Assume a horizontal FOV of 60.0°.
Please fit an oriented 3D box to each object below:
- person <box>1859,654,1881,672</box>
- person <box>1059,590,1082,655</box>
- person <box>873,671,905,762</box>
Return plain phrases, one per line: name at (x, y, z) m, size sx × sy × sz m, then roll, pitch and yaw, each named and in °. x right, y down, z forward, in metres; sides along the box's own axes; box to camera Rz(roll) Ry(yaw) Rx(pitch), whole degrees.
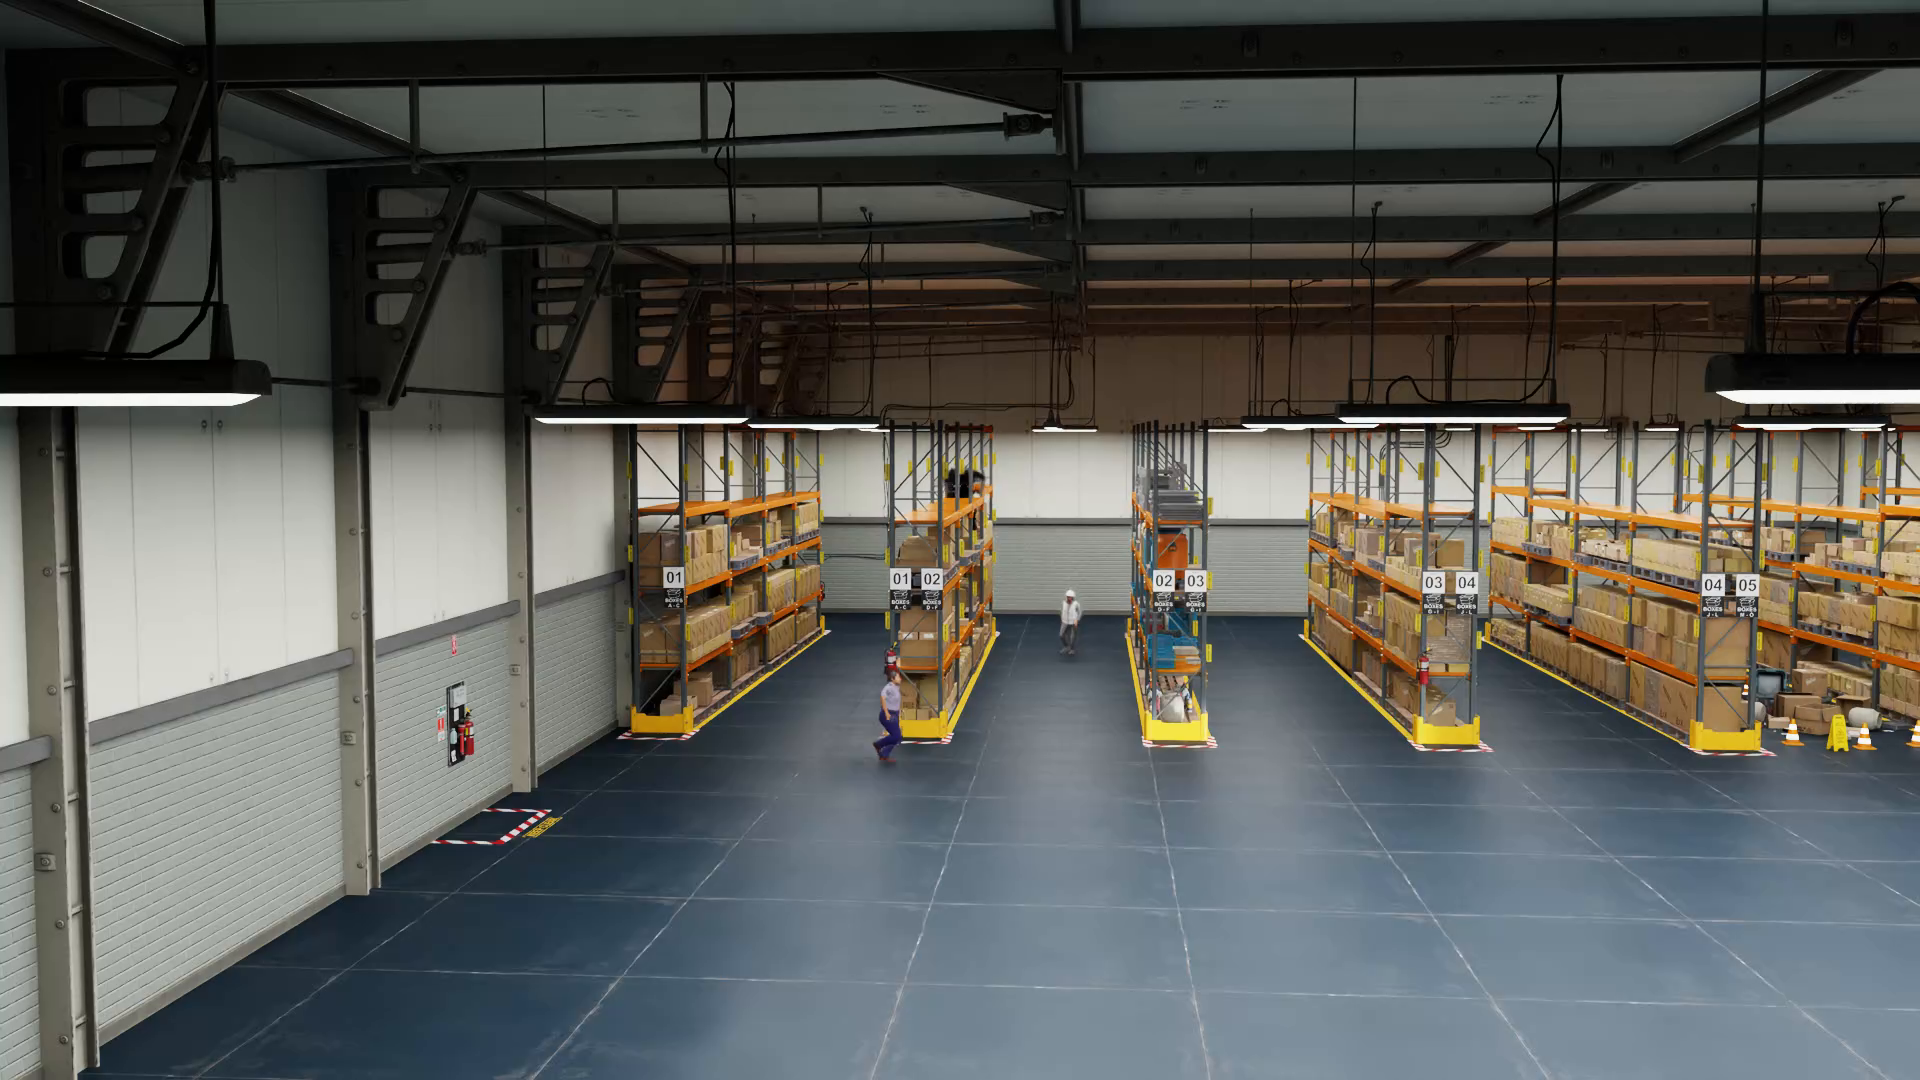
person at (21.116, 2.492, 38.592) m, size 0.606 × 1.590 × 0.599 m, roll 0°, pitch 4°, yaw 0°
person at (2.865, 2.130, 43.012) m, size 0.652 × 1.716 × 0.733 m, roll 1°, pitch 4°, yaw 20°
person at (-1.233, 3.097, 29.077) m, size 0.487 × 1.605 × 0.658 m, roll 1°, pitch 4°, yaw 16°
